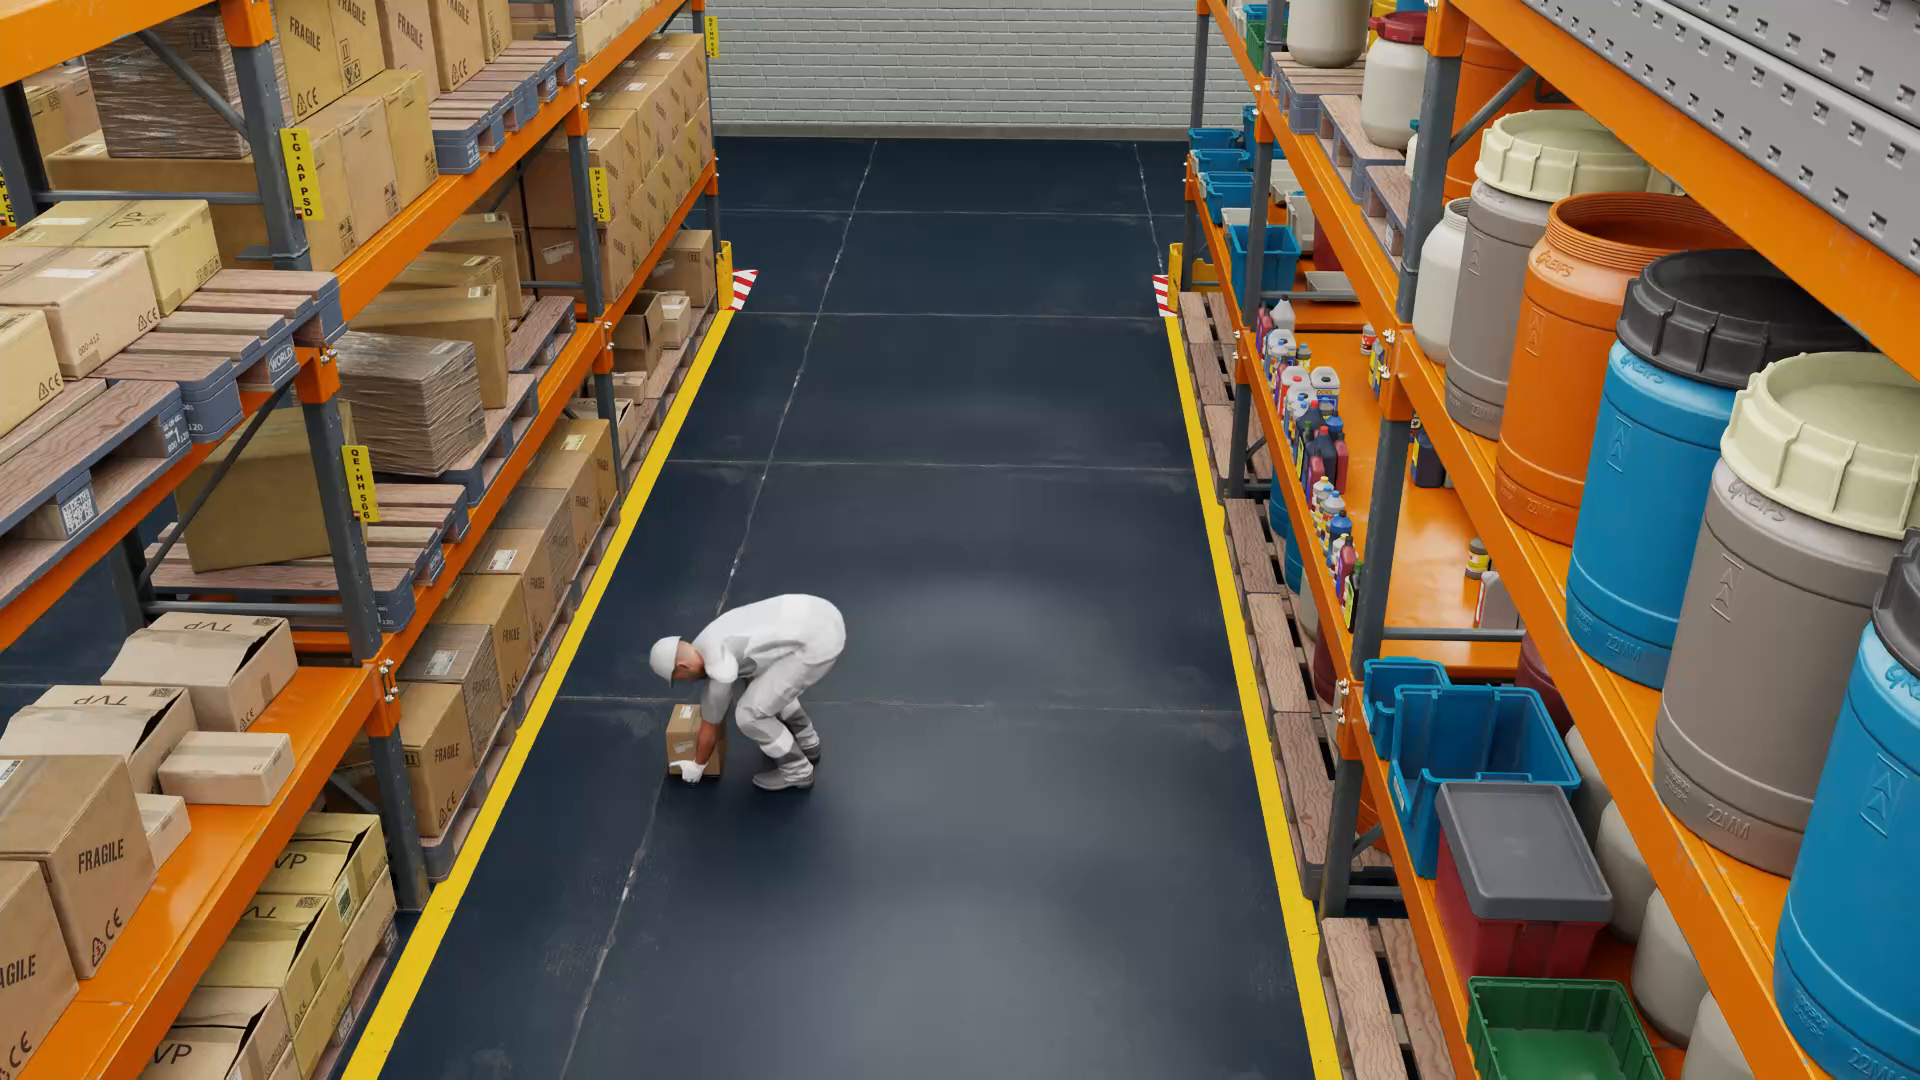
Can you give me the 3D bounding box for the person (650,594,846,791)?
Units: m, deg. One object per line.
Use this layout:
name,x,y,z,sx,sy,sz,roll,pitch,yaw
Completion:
person,-1.022,0.726,8.103,0.949,0.956,0.533,0,28,-1
